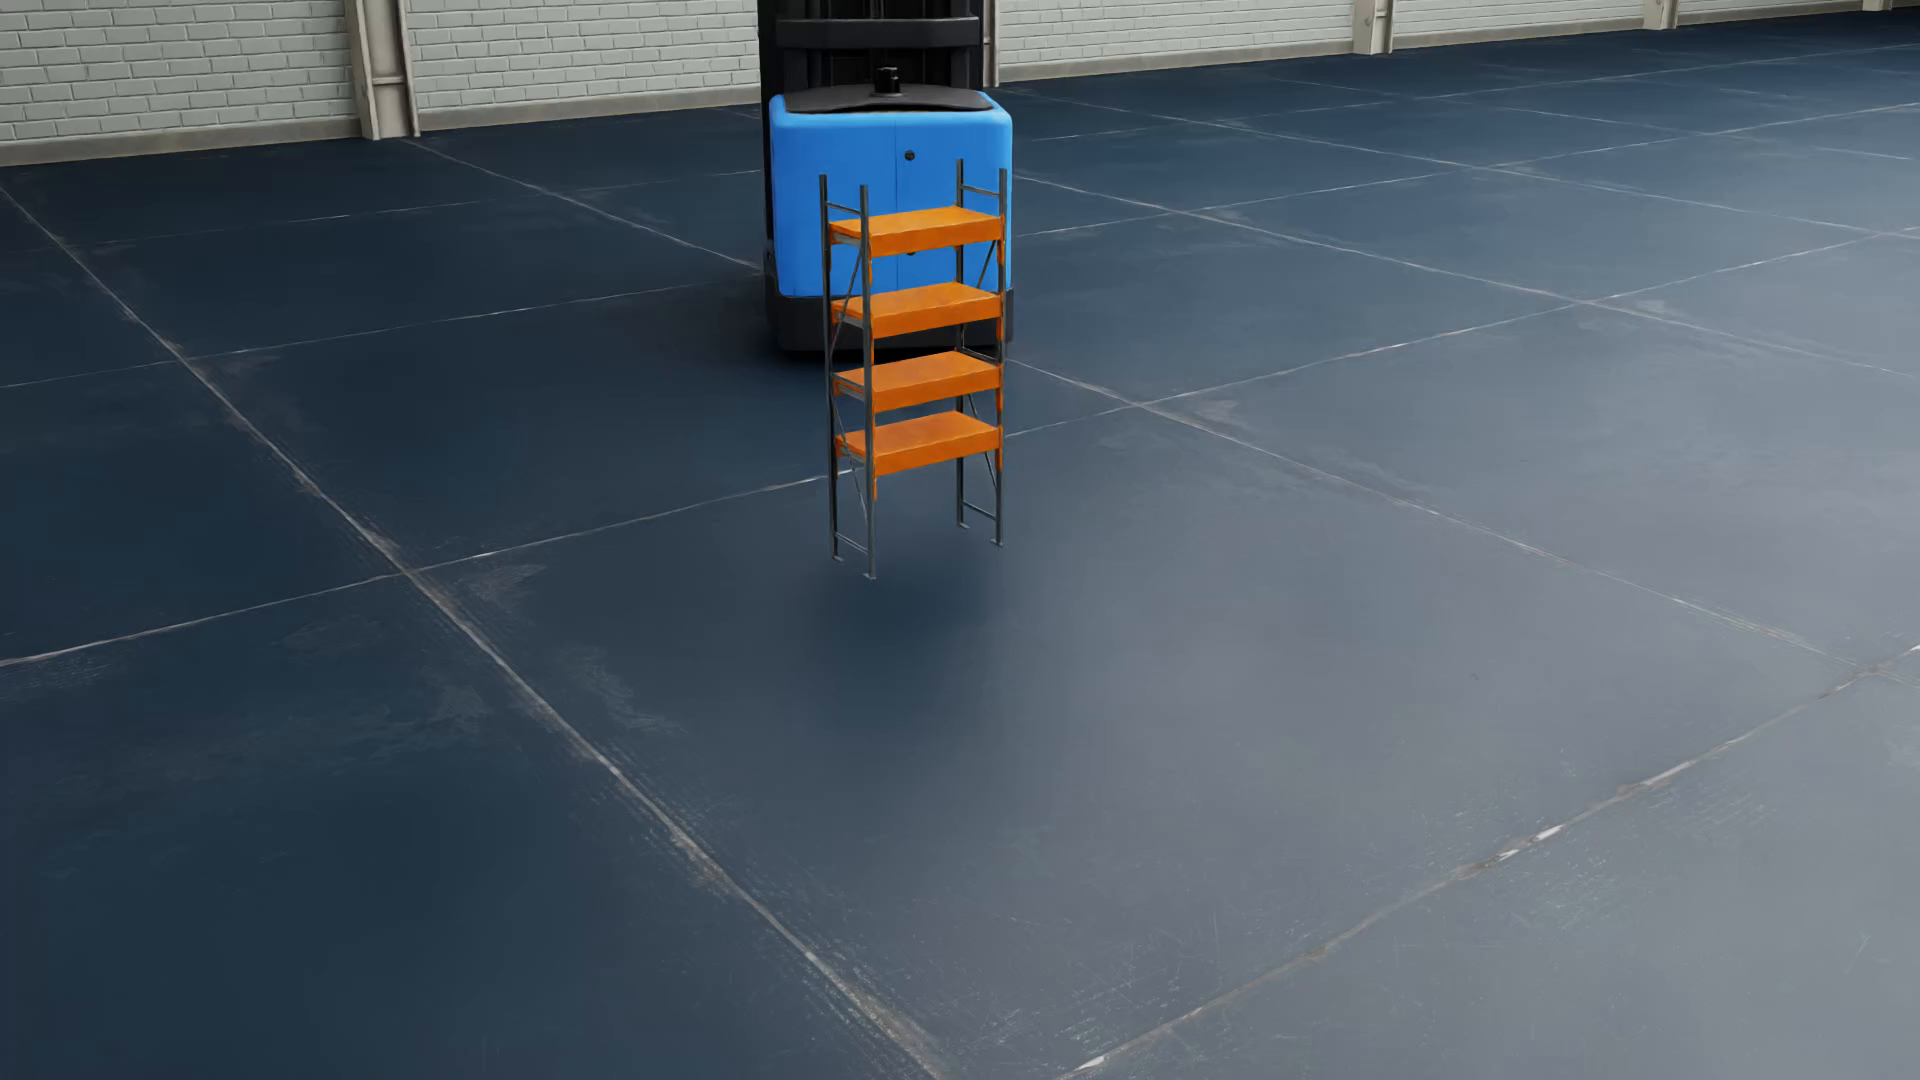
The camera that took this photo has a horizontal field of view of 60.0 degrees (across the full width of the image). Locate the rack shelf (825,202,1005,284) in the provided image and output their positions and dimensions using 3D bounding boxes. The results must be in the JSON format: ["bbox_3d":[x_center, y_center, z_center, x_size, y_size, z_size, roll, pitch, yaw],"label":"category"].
[{"bbox_3d":[-0.134,-0.886,4.939,0.480,0.148,0.258,-15,26,-33],"label":"rack shelf"}]

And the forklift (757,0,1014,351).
[{"bbox_3d":[-0.461,-2.696,8.198,1.130,2.935,3.031,-3,22,-7],"label":"forklift"}]

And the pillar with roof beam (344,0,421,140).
[{"bbox_3d":[-2.205,-6.235,8.880,0.400,9.000,9.100,-15,26,-33],"label":"pillar with roof beam"}]

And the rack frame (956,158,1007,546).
[{"bbox_3d":[0.064,-0.574,5.217,0.015,1.200,0.240,-15,26,-33],"label":"rack frame"}]

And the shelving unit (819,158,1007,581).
[{"bbox_3d":[-0.134,-0.521,5.084,0.503,1.200,0.258,-15,26,-33],"label":"shelving unit"}]

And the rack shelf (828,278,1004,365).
[{"bbox_3d":[-0.134,-0.667,5.026,0.480,0.148,0.258,-15,26,-33],"label":"rack shelf"}]

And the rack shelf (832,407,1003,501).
[{"bbox_3d":[-0.134,-0.275,5.183,0.480,0.148,0.258,-15,26,-33],"label":"rack shelf"}]

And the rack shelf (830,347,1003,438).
[{"bbox_3d":[-0.134,-0.459,5.109,0.480,0.148,0.258,-15,26,-33],"label":"rack shelf"}]

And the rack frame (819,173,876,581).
[{"bbox_3d":[-0.332,-0.469,4.952,0.015,1.200,0.240,-15,26,-33],"label":"rack frame"}]

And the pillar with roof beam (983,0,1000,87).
[{"bbox_3d":[2.666,-7.534,12.135,0.400,9.000,9.100,-15,26,-33],"label":"pillar with roof beam"}]

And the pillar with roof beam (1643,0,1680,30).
[{"bbox_3d":[12.406,-10.131,18.644,0.400,9.000,9.100,-15,26,-33],"label":"pillar with roof beam"}]

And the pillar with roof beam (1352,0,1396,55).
[{"bbox_3d":[7.536,-8.833,15.389,0.400,9.000,9.100,-15,26,-33],"label":"pillar with roof beam"}]

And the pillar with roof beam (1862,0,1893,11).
[{"bbox_3d":[17.277,-11.430,21.899,0.400,9.000,9.100,-15,26,-33],"label":"pillar with roof beam"}]
